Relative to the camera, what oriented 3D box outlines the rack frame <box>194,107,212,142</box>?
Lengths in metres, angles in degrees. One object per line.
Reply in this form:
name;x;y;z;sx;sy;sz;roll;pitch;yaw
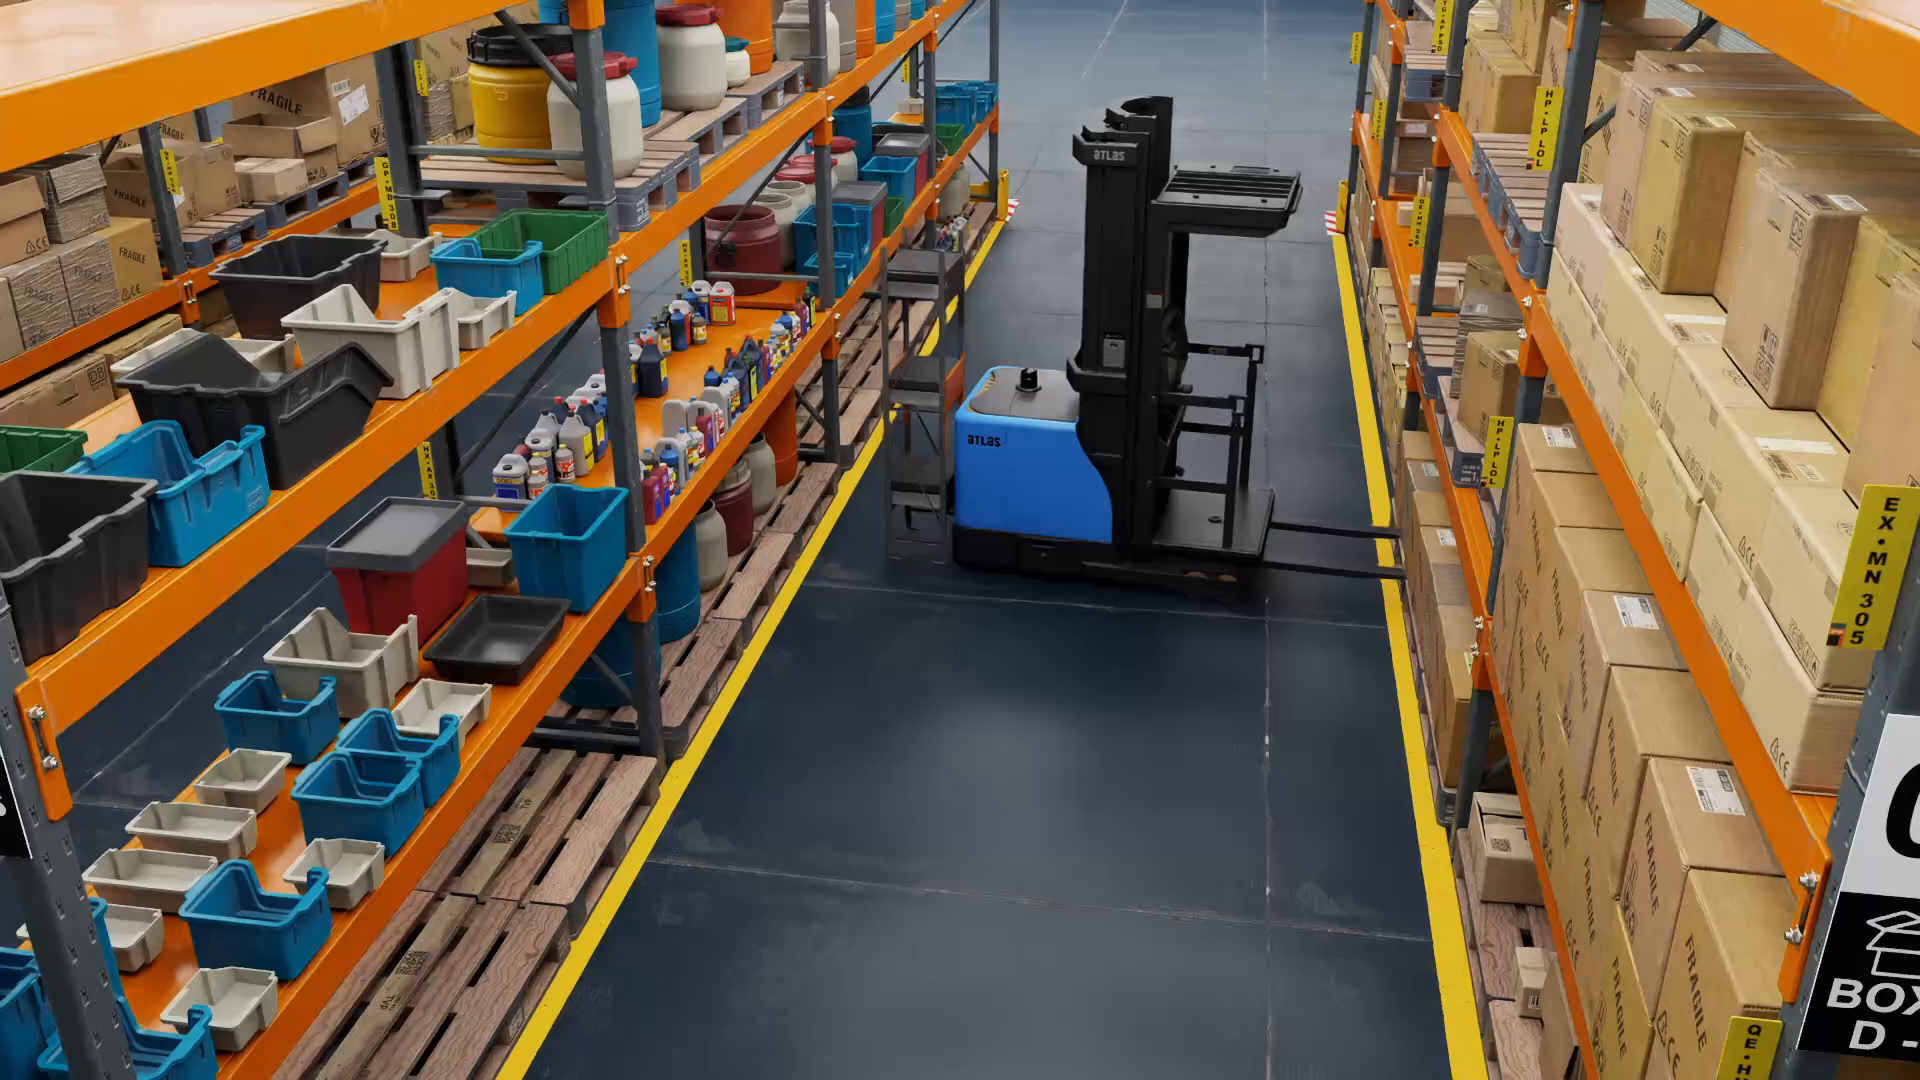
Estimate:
rack frame;-9.832;-5.907;20.331;1.000;3.000;0.127;4;25;9

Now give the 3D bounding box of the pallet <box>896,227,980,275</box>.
pallet;-0.375;-3.032;17.478;1.003;0.211;1.213;4;25;9

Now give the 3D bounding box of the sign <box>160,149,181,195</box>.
sign;-5.715;-2.662;12.034;0.100;0.325;0.005;4;25;9

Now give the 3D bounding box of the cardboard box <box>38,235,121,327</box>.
cardboard box;-6.186;-1.789;11.415;0.500;0.500;0.500;4;25;8

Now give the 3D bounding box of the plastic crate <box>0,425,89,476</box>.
plastic crate;-2.804;-0.181;4.810;0.450;0.188;0.336;4;25;9

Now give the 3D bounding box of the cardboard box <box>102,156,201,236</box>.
cardboard box;-6.214;-2.639;12.737;0.500;0.500;0.500;1;25;2

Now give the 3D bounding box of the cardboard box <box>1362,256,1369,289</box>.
cardboard box;4.115;-2.522;15.849;0.500;0.250;0.500;4;25;9

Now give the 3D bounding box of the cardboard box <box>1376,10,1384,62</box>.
cardboard box;4.720;-5.249;17.278;0.700;0.500;0.500;4;25;9

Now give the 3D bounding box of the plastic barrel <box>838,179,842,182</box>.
plastic barrel;-1.090;-2.899;14.069;0.301;0.262;0.301;0;25;0

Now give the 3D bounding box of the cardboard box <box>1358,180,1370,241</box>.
cardboard box;4.262;-3.282;16.586;0.500;0.500;0.500;4;25;9

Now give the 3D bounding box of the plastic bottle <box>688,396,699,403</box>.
plastic bottle;-1.515;-0.721;9.487;0.097;0.201;0.097;0;25;0

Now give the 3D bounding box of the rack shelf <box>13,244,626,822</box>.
rack shelf;-2.357;-0.355;5.781;1.077;0.370;4.000;4;25;9

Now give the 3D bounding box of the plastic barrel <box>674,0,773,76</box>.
plastic barrel;-1.472;-3.338;10.303;0.600;0.830;0.708;4;25;9

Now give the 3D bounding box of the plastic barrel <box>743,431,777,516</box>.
plastic barrel;-1.444;-0.447;11.106;0.421;0.512;0.421;0;25;0

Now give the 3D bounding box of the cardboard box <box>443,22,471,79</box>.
cardboard box;-5.204;-4.861;16.448;0.500;0.500;0.500;4;25;9

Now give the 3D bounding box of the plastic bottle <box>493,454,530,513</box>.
plastic bottle;-2.284;-0.290;8.478;0.152;0.276;0.135;4;25;9

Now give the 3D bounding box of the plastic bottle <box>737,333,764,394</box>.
plastic bottle;-1.275;-1.069;10.054;0.144;0.351;0.185;4;25;9

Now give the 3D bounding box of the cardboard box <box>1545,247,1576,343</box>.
cardboard box;2.533;-0.919;6.313;0.500;0.250;0.500;4;25;9

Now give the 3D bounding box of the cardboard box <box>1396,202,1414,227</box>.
cardboard box;3.817;-2.690;13.755;0.380;0.149;0.250;4;25;9

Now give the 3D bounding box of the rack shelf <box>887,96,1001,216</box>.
rack shelf;-0.396;-4.016;17.139;1.077;0.370;4.000;4;25;9

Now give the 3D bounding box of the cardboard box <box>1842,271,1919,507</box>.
cardboard box;2.270;-0.214;3.333;0.700;0.500;0.500;4;25;9

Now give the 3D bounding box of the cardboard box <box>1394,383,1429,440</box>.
cardboard box;3.353;-0.922;11.768;0.500;0.311;0.500;5;25;10

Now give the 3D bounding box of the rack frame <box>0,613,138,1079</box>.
rack frame;-2.684;1.514;4.477;1.000;3.000;0.127;4;25;9

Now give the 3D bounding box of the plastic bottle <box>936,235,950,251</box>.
plastic bottle;-0.181;-2.813;16.328;0.144;0.351;0.185;5;25;10

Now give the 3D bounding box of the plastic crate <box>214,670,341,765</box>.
plastic crate;-2.601;0.686;6.373;0.416;0.233;0.300;4;25;9

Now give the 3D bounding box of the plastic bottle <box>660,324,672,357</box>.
plastic bottle;-1.909;-1.287;10.697;0.097;0.201;0.097;0;25;0

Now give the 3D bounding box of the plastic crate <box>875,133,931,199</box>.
plastic crate;-0.500;-3.310;14.708;0.402;0.464;0.583;4;25;9

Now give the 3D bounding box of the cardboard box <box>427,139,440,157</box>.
cardboard box;-5.277;-3.803;16.133;0.380;0.149;0.250;4;25;9

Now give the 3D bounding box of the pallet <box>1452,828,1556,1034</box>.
pallet;2.743;1.736;7.293;1.003;0.211;1.213;4;25;9

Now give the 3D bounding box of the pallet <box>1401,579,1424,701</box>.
pallet;3.149;0.594;9.732;1.003;0.211;1.213;4;25;9

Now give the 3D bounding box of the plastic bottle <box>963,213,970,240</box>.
plastic bottle;0.062;-3.298;17.443;0.061;0.283;0.133;5;25;10

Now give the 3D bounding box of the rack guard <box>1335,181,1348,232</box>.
rack guard;4.821;-3.711;18.588;1.175;0.500;0.348;4;25;9

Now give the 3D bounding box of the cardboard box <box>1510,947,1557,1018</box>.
cardboard box;2.443;1.793;6.705;0.380;0.166;0.250;4;25;9

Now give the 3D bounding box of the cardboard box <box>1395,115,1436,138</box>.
cardboard box;3.997;-3.628;14.579;0.380;0.149;0.250;4;25;8

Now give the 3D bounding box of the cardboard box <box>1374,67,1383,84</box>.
cardboard box;4.415;-4.703;16.875;0.380;0.149;0.250;4;25;8

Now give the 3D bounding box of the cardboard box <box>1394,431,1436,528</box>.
cardboard box;3.154;-0.384;10.961;0.500;0.500;0.500;5;26;11

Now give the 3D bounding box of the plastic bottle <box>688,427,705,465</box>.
plastic bottle;-1.441;-0.517;9.051;0.097;0.201;0.097;0;25;0

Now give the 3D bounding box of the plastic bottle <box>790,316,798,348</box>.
plastic bottle;-1.112;-1.359;10.849;0.097;0.201;0.097;0;25;0

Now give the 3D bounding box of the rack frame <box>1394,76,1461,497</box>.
rack frame;3.510;-1.487;10.889;1.000;3.000;0.127;4;25;9

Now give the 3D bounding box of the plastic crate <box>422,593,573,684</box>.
plastic crate;-1.948;0.425;7.057;0.437;0.125;0.590;4;25;9

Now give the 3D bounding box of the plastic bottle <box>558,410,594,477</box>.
plastic bottle;-2.060;-0.534;8.910;0.144;0.351;0.185;4;25;9

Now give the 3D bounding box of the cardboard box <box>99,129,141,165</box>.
cardboard box;-10.019;-4.478;19.290;0.875;0.875;0.875;4;25;8

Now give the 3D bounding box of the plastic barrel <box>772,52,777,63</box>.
plastic barrel;-1.386;-3.227;11.251;0.294;0.245;0.294;0;25;0

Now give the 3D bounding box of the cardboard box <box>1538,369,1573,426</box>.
cardboard box;3.204;-0.524;8.219;0.700;0.500;0.500;8;26;17

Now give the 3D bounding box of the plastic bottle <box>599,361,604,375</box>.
plastic bottle;-2.090;-0.910;9.794;0.061;0.283;0.133;4;25;9

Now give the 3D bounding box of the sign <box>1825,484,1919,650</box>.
sign;1.658;0.052;3.017;0.100;0.325;0.005;4;25;9

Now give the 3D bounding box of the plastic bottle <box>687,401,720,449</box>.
plastic bottle;-1.427;-0.657;9.262;0.152;0.276;0.135;4;25;9

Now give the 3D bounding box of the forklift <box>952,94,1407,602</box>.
forklift;1.523;-1.189;10.332;3.031;2.935;1.130;6;26;13

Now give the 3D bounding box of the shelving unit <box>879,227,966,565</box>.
shelving unit;-0.230;-0.910;10.718;0.431;2.100;0.503;6;26;12

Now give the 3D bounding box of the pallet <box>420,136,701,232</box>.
pallet;-1.998;-1.767;8.170;1.213;0.211;1.003;4;25;9

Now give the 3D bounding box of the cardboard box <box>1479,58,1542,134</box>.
cardboard box;3.303;-2.275;8.917;0.910;0.500;0.500;4;25;9

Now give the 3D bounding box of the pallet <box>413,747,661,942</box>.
pallet;-2.112;1.414;7.980;1.003;0.211;1.213;4;25;9

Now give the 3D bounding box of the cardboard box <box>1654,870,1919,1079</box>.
cardboard box;2.004;1.155;3.946;0.500;0.500;0.500;4;25;8

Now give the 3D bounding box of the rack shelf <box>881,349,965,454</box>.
rack shelf;-0.230;-0.898;10.724;0.431;0.518;0.480;6;26;12
